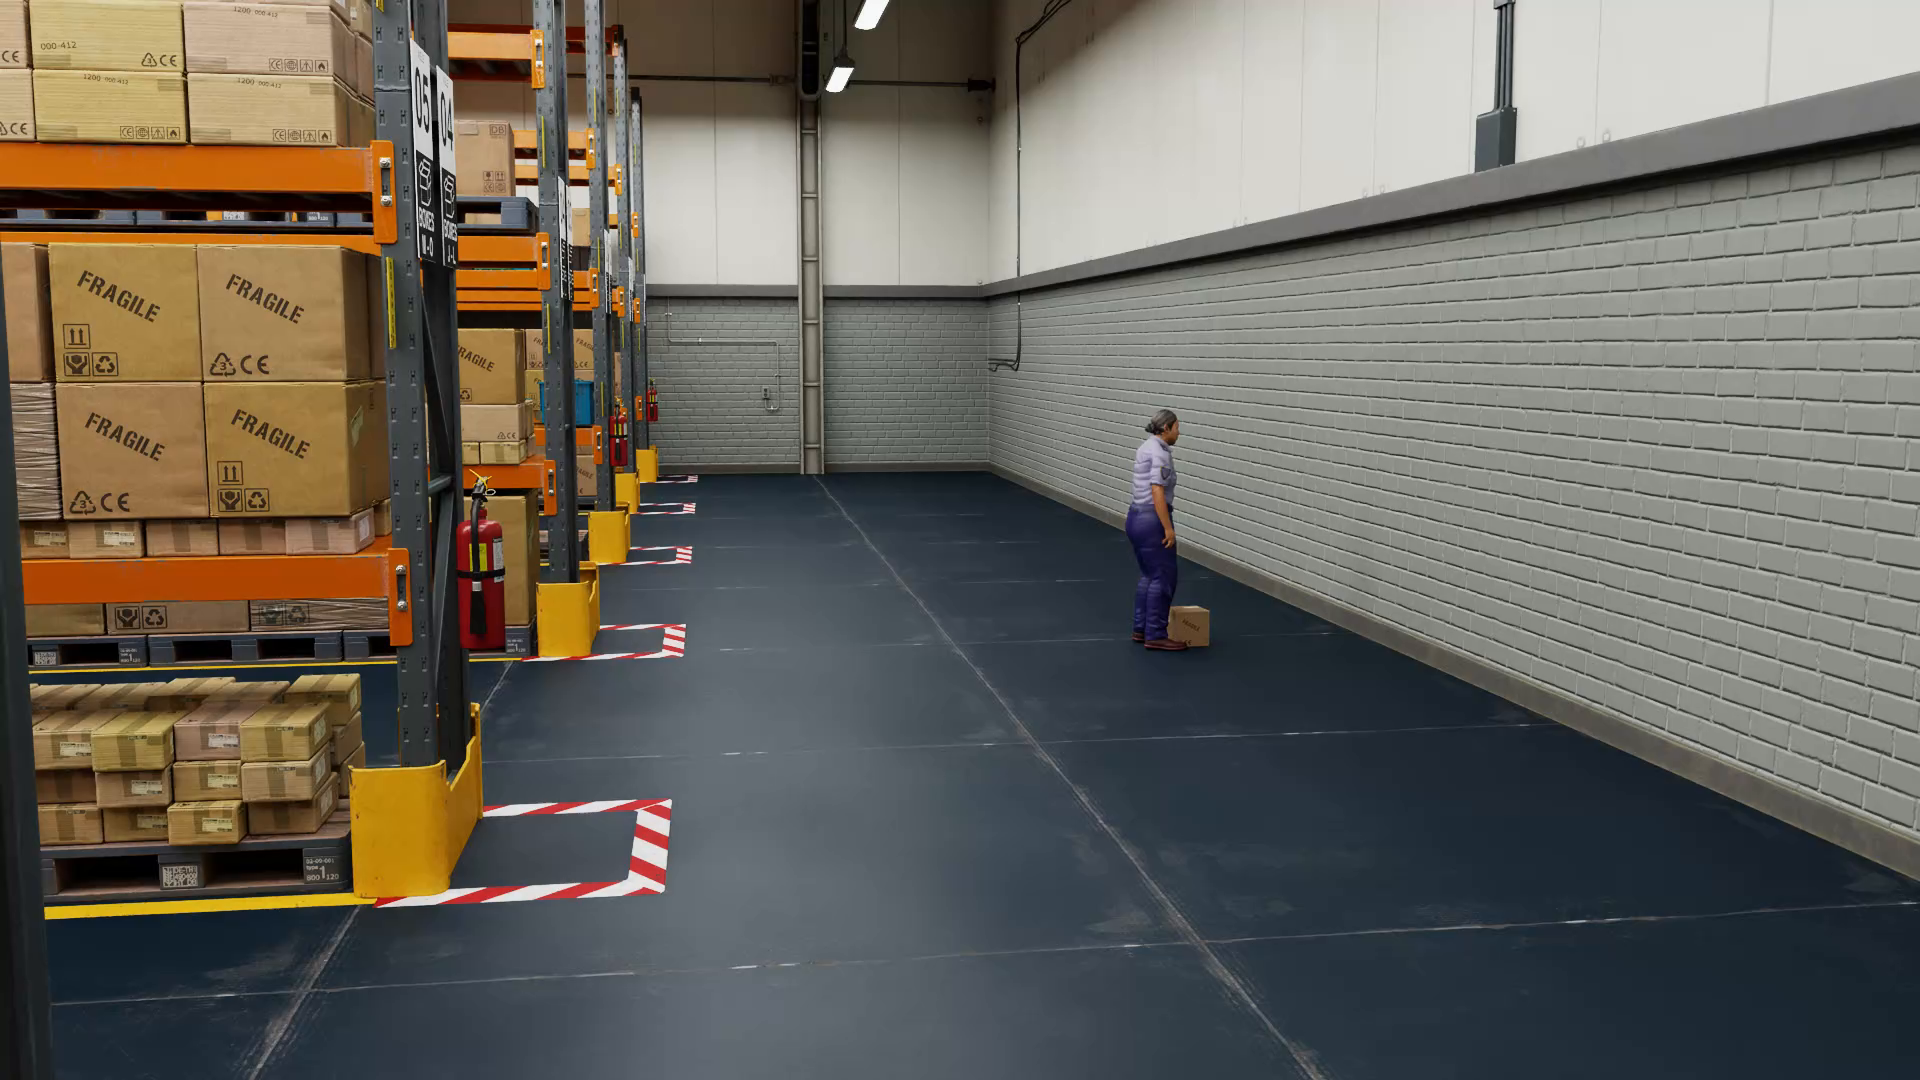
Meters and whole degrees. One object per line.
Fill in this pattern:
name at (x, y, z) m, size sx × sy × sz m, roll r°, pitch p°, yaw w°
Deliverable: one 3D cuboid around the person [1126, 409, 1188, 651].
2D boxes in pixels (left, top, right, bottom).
person at (1.361, -0.076, 11.589) m, size 0.371 × 1.639 × 0.538 m, roll -1°, pitch 7°, yaw -8°
